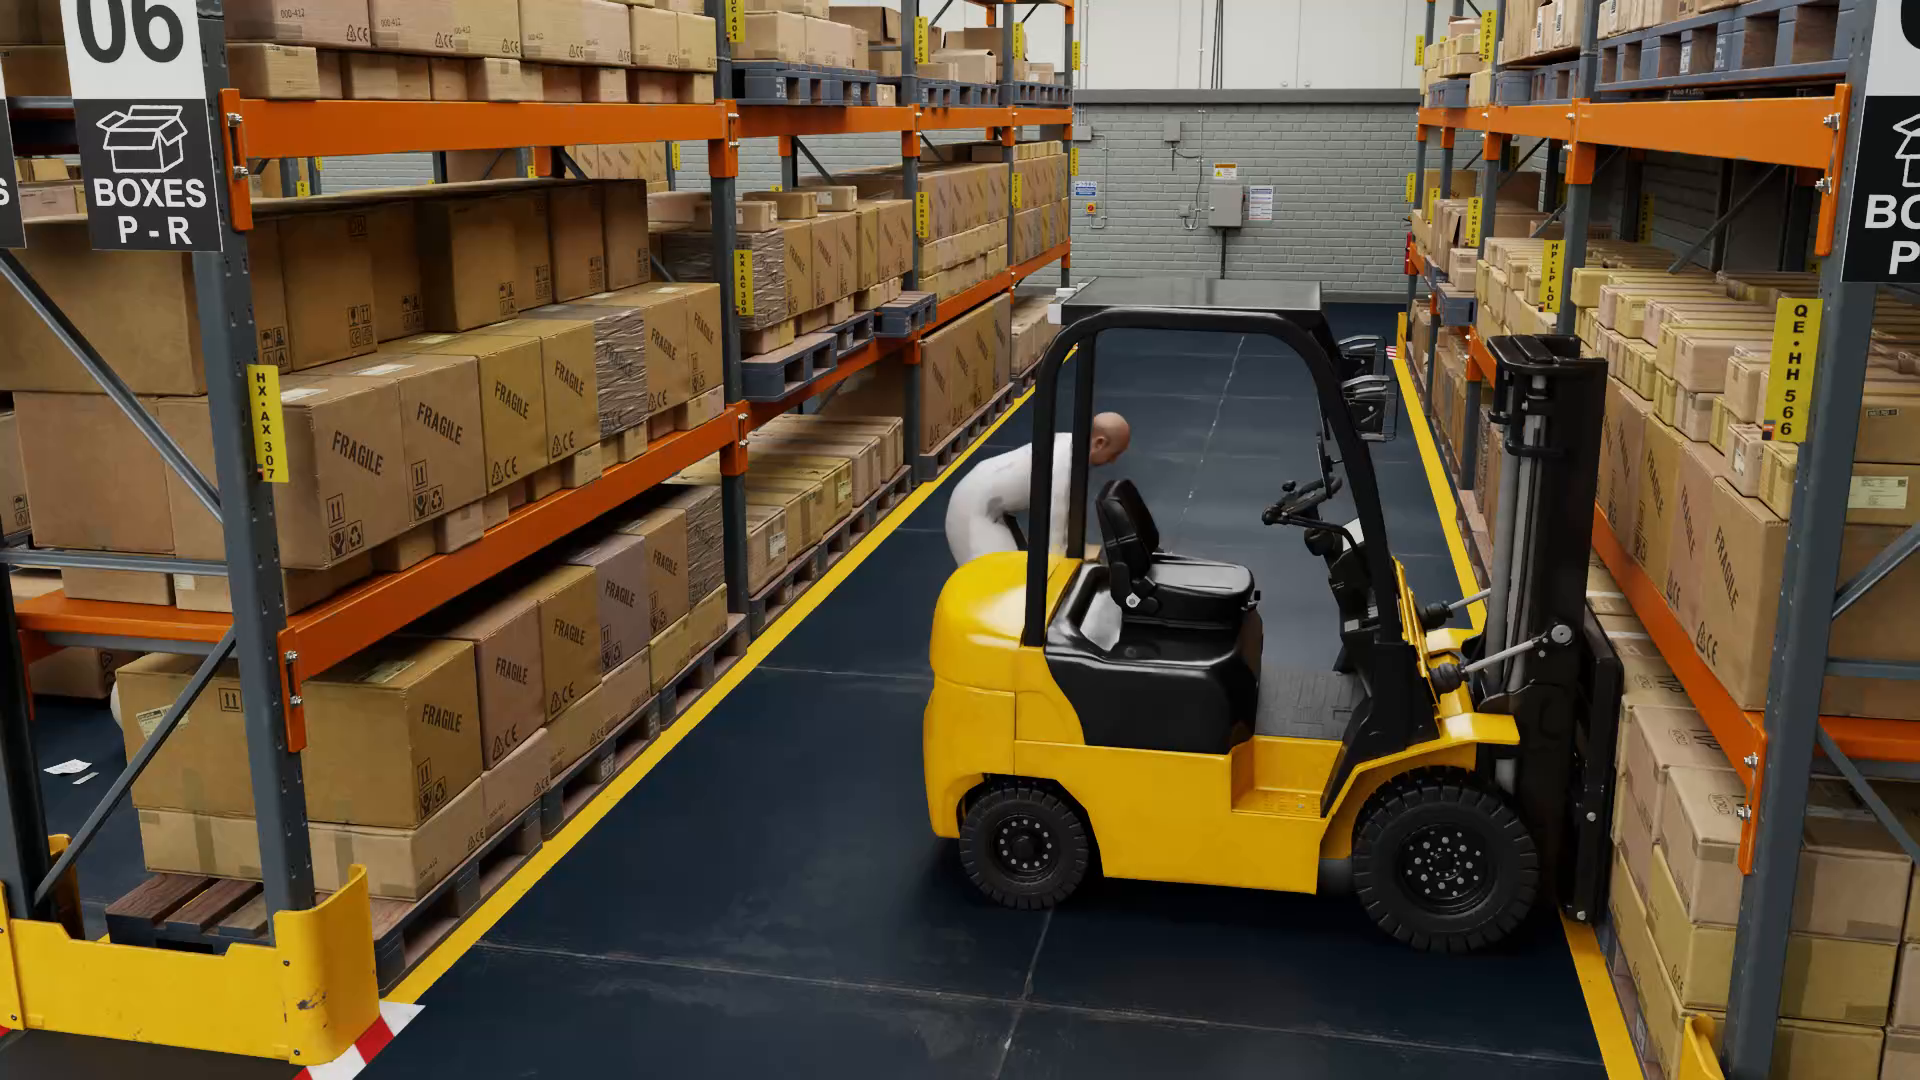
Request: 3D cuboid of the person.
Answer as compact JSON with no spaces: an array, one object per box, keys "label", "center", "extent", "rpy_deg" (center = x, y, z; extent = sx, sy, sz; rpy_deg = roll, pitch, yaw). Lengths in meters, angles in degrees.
[{"label":"person","center":[0.361,0.097,7.860],"extent":[0.860,1.435,0.552],"rpy_deg":[3,15,10]}]
